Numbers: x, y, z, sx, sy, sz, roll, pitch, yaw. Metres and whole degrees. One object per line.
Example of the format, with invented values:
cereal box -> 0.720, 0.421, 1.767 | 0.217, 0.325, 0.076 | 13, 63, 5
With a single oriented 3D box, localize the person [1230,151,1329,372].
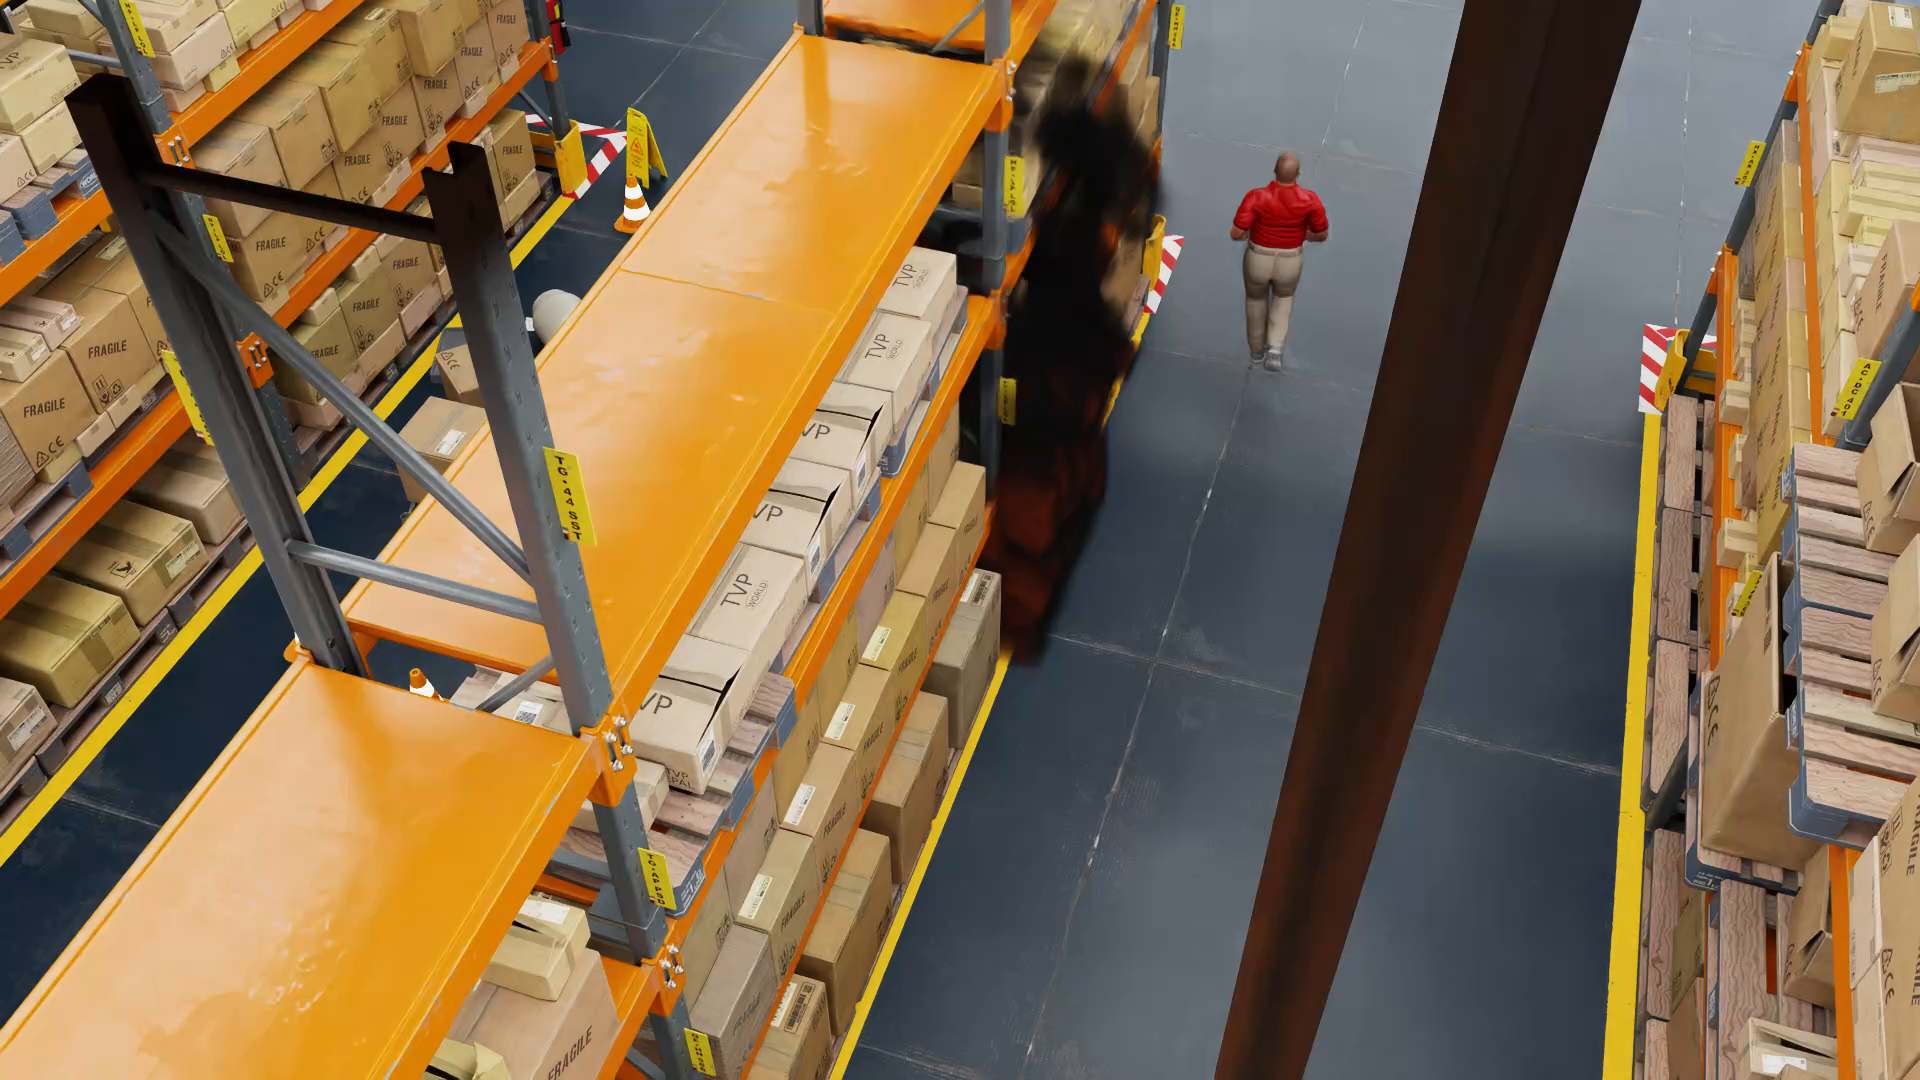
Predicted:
person -> 2.151, -1.905, 11.425 | 0.649, 1.714, 0.544 | 5, 46, 4
